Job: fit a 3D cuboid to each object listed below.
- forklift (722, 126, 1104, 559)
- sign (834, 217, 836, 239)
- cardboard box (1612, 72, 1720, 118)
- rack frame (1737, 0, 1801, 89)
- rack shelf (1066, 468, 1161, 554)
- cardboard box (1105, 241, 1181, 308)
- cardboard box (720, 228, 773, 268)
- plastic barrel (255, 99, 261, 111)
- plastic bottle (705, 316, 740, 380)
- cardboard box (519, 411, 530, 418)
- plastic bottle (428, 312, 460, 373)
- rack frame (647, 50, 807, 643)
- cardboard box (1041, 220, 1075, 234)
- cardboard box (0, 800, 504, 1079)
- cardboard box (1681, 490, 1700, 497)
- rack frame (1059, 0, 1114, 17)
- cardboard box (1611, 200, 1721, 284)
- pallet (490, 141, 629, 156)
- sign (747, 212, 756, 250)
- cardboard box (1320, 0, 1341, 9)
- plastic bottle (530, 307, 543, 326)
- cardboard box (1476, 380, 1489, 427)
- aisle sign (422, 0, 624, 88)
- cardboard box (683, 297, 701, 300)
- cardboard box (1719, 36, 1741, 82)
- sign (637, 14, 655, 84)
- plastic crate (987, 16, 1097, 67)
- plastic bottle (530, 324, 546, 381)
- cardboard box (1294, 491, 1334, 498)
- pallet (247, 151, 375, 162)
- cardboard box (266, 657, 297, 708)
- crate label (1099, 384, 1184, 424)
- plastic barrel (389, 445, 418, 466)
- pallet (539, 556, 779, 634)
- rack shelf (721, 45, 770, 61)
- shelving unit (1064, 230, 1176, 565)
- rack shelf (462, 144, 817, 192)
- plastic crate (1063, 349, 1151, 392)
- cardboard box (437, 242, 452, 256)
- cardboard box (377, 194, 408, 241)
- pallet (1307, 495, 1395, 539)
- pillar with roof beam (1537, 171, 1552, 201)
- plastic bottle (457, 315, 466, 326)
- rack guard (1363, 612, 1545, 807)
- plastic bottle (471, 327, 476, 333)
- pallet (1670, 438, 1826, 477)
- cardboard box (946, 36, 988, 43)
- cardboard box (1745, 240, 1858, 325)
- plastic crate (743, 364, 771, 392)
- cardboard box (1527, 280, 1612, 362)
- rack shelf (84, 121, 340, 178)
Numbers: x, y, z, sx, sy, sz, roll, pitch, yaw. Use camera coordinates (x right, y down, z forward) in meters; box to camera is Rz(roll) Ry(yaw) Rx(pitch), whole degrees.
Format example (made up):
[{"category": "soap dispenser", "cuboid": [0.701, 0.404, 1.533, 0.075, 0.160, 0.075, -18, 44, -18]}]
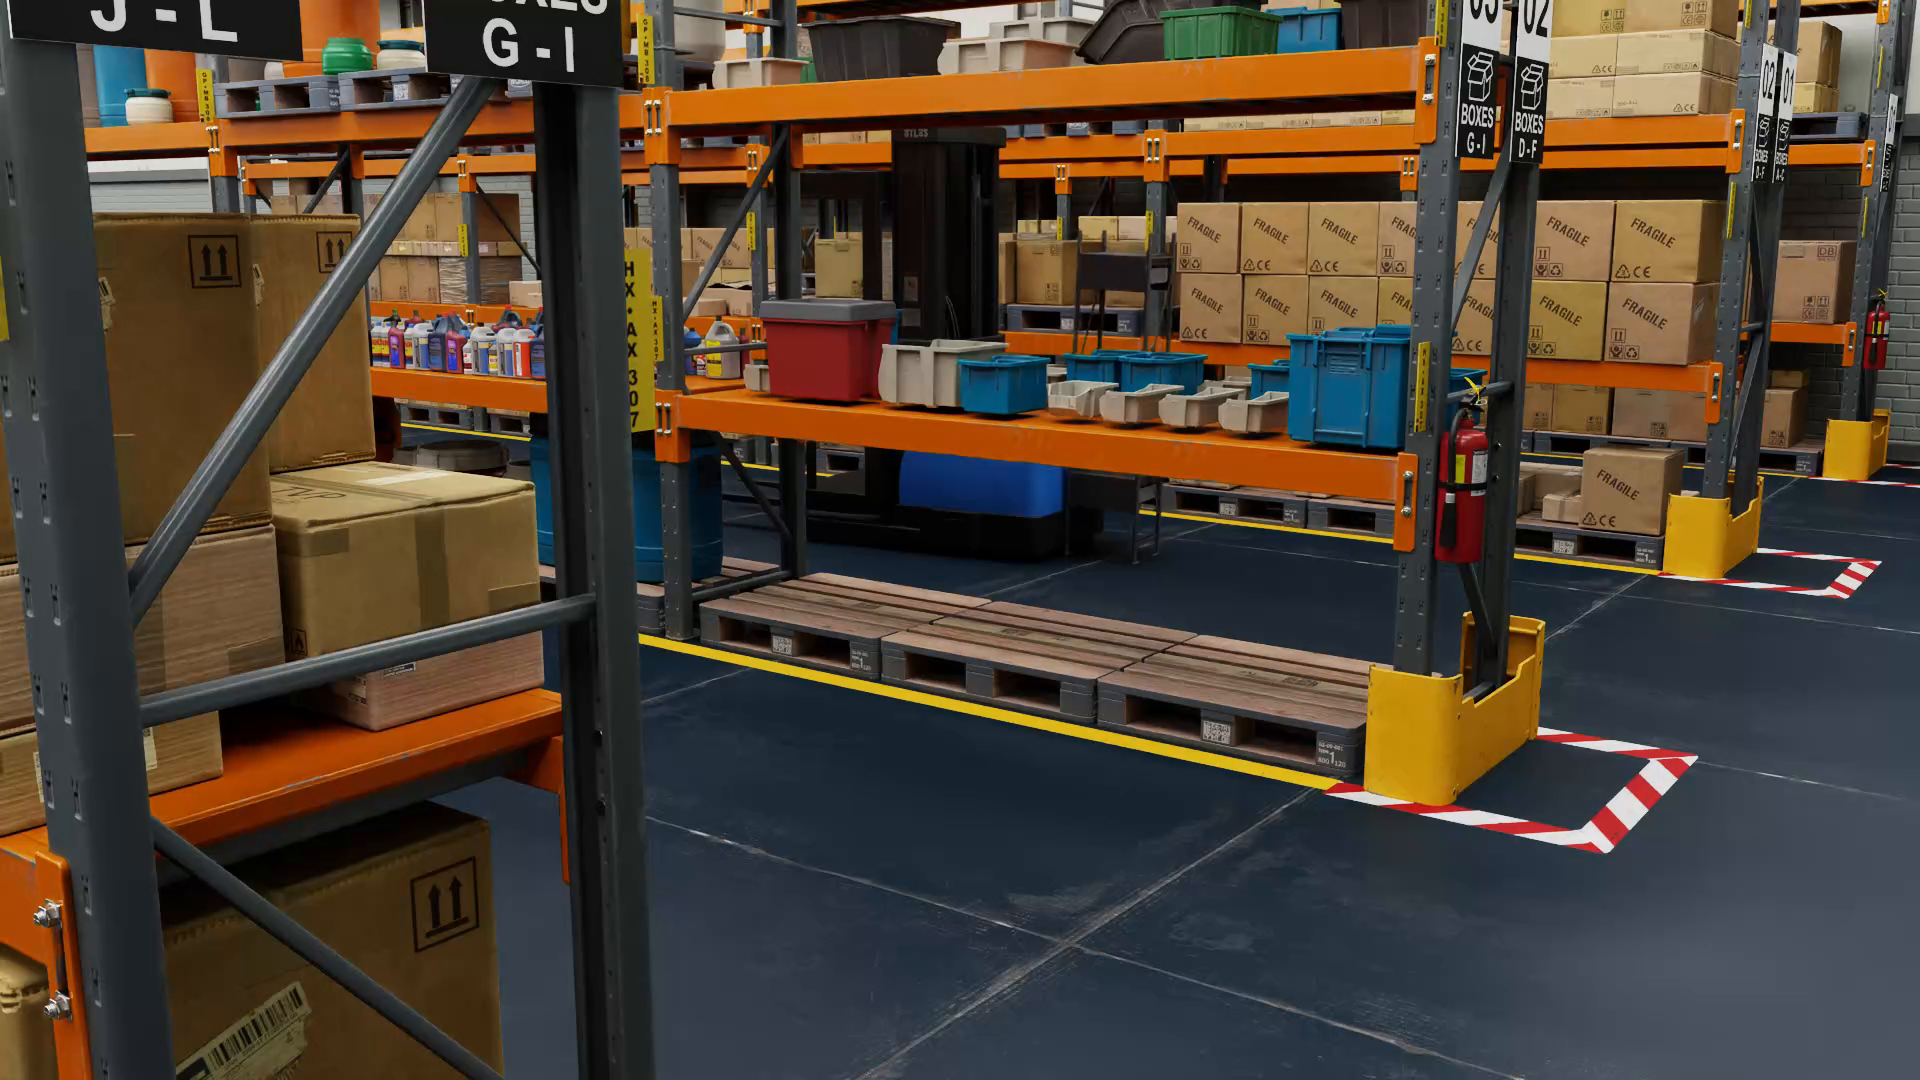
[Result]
[{"category": "forklift", "cuboid": [-0.547, -1.498, 11.557, 3.031, 2.935, 1.130, 6, 13, 29]}, {"category": "sign", "cuboid": [-1.191, -2.837, 15.459, 0.005, 0.325, 0.100, 8, 13, 36]}, {"category": "cardboard box", "cuboid": [4.373, -2.741, 10.297, 0.500, 0.250, 0.500, 8, 13, 36]}, {"category": "rack frame", "cuboid": [4.943, -4.270, 9.908, 0.127, 3.000, 1.000, 8, 13, 36]}, {"category": "rack shelf", "cuboid": [1.011, -0.231, 10.908, 0.480, 0.518, 0.431, 8, 14, 29]}, {"category": "cardboard box", "cuboid": [1.470, -2.117, 13.205, 0.500, 0.500, 0.700, 3, 11, 16]}, {"category": "cardboard box", "cuboid": [-2.770, -3.798, 21.630, 0.500, 0.500, 0.500, 8, 13, 35]}, {"category": "plastic barrel", "cuboid": [-4.669, -2.882, 11.042, 0.294, 0.245, 0.294, 0, 11, 0]}, {"category": "plastic bottle", "cuboid": [-1.340, -1.086, 9.374, 0.185, 0.351, 0.144, 8, 13, 36]}, {"category": "cardboard box", "cuboid": [-4.139, -1.389, 16.944, 0.500, 0.250, 0.500, 8, 14, 37]}, {"category": "plastic bottle", "cuboid": [-3.038, -1.169, 9.804, 0.185, 0.351, 0.144, 8, 13, 36]}, {"category": "rack frame", "cuboid": [-1.216, -1.016, 8.884, 0.127, 3.000, 1.000, 8, 13, 36]}, {"category": "cardboard box", "cuboid": [1.128, -3.600, 19.112, 0.250, 0.149, 0.380, 6, 12, 28]}, {"category": "cardboard box", "cuboid": [-1.487, 0.969, 3.111, 0.875, 0.875, 0.875, 8, 13, 36]}, {"category": "cardboard box", "cuboid": [4.809, -0.240, 11.222, 0.250, 0.149, 0.380, 8, 13, 36]}, {"category": "rack frame", "cuboid": [1.424, -5.928, 18.479, 0.127, 3.000, 1.000, 8, 13, 36]}, {"category": "cardboard box", "cuboid": [4.422, -1.872, 10.414, 0.500, 0.500, 0.500, 8, 13, 35]}, {"category": "pallet", "cuboid": [-4.010, -3.955, 16.682, 1.217, 0.209, 0.805, 7, 13, 33]}, {"category": "sign", "cuboid": [-1.831, -2.707, 14.575, 0.005, 0.325, 0.100, 8, 13, 36]}, {"category": "cardboard box", "cuboid": [2.859, -3.605, 11.472, 0.500, 0.500, 0.700, 8, 13, 36]}, {"category": "plastic bottle", "cuboid": [-2.580, -1.273, 10.341, 0.185, 0.351, 0.144, 8, 13, 36]}, {"category": "cardboard box", "cuboid": [5.190, -1.412, 16.406, 0.500, 0.500, 0.700, 8, 14, 36]}, {"category": "aisle sign", "cuboid": [-0.688, -1.122, 2.589, 0.004, 0.787, 0.394, 8, 13, 36]}, {"category": "cardboard box", "cuboid": [-2.566, -2.235, 15.847, 0.250, 0.149, 0.380, 9, 14, 40]}, {"category": "cardboard box", "cuboid": [4.683, -3.066, 10.664, 0.500, 0.250, 0.500, 8, 13, 36]}, {"category": "sign", "cuboid": [-1.543, -2.409, 8.164, 0.005, 0.325, 0.100, 8, 13, 36]}, {"category": "plastic crate", "cuboid": [0.405, -2.277, 7.818, 0.530, 0.282, 0.437, 8, 13, 36]}, {"category": "plastic bottle", "cuboid": [-2.299, -1.066, 9.272, 0.185, 0.351, 0.144, 8, 13, 36]}, {"category": "cardboard box", "cuboid": [2.633, -0.423, 12.119, 0.250, 0.166, 0.380, 8, 13, 36]}, {"category": "pallet", "cuboid": [-7.398, -4.469, 19.068, 1.213, 0.211, 1.003, 8, 13, 36]}, {"category": "cardboard box", "cuboid": [-1.222, 0.196, 3.280, 0.250, 0.149, 0.380, 8, 13, 35]}, {"category": "crate label", "cuboid": [0.780, -0.593, 7.232, 0.243, 0.136, 0.396, 8, 13, 36]}, {"category": "plastic barrel", "cuboid": [-3.527, -0.348, 10.877, 0.421, 0.512, 0.421, 0, 11, 0]}, {"category": "pallet", "cuboid": [-1.813, 0.260, 9.631, 1.213, 0.211, 1.003, 8, 13, 36]}, {"category": "rack shelf", "cuboid": [-3.412, -6.248, 22.034, 4.000, 0.370, 1.077, 8, 13, 36]}, {"category": "shelving unit", "cuboid": [1.032, -0.929, 10.761, 0.503, 2.100, 0.431, 8, 14, 29]}, {"category": "rack shelf", "cuboid": [-3.117, -3.568, 16.072, 4.000, 0.370, 1.077, 8, 13, 36]}, {"category": "plastic crate", "cuboid": [0.701, -0.774, 7.914, 0.300, 0.233, 0.416, 8, 13, 36]}, {"category": "cardboard box", "cuboid": [-5.273, -3.067, 17.514, 0.250, 0.149, 0.380, 8, 13, 34]}, {"category": "cardboard box", "cuboid": [-5.902, -3.521, 18.155, 0.500, 0.500, 0.700, 8, 13, 36]}, {"category": "pallet", "cuboid": [3.260, -0.190, 11.958, 1.213, 0.211, 1.003, 8, 13, 36]}, {"category": "pillar with roof beam", "cuboid": [3.176, -4.873, 13.025, 0.400, 9.000, 9.100, 8, 13, 36]}, {"category": "plastic bottle", "cuboid": [-3.279, -1.337, 10.882, 0.097, 0.271, 0.097, 0, 11, 0]}, {"category": "rack guard", "cuboid": [2.035, 0.662, 6.794, 0.348, 0.500, 1.175, 8, 13, 36]}, {"category": "plastic bottle", "cuboid": [-3.122, -1.281, 10.775, 0.097, 0.201, 0.097, 0, 11, 0]}, {"category": "pallet", "cuboid": [7.182, -0.792, 15.067, 1.213, 0.211, 1.003, 8, 13, 36]}, {"category": "cardboard box", "cuboid": [0.280, -3.768, 13.582, 0.600, 0.600, 0.600, 7, 13, 33]}, {"category": "cardboard box", "cuboid": [7.455, -2.286, 14.660, 0.700, 0.700, 0.980, 9, 14, 38]}, {"category": "plastic crate", "cuboid": [-0.925, -0.842, 8.520, 0.243, 0.136, 0.396, 8, 13, 36]}, {"category": "cardboard box", "cuboid": [4.001, -1.440, 10.811, 0.500, 0.500, 0.500, 8, 14, 36]}, {"category": "rack shelf", "cuboid": [-6.052, -2.810, 12.155, 4.000, 0.370, 1.077, 8, 13, 36]}]
